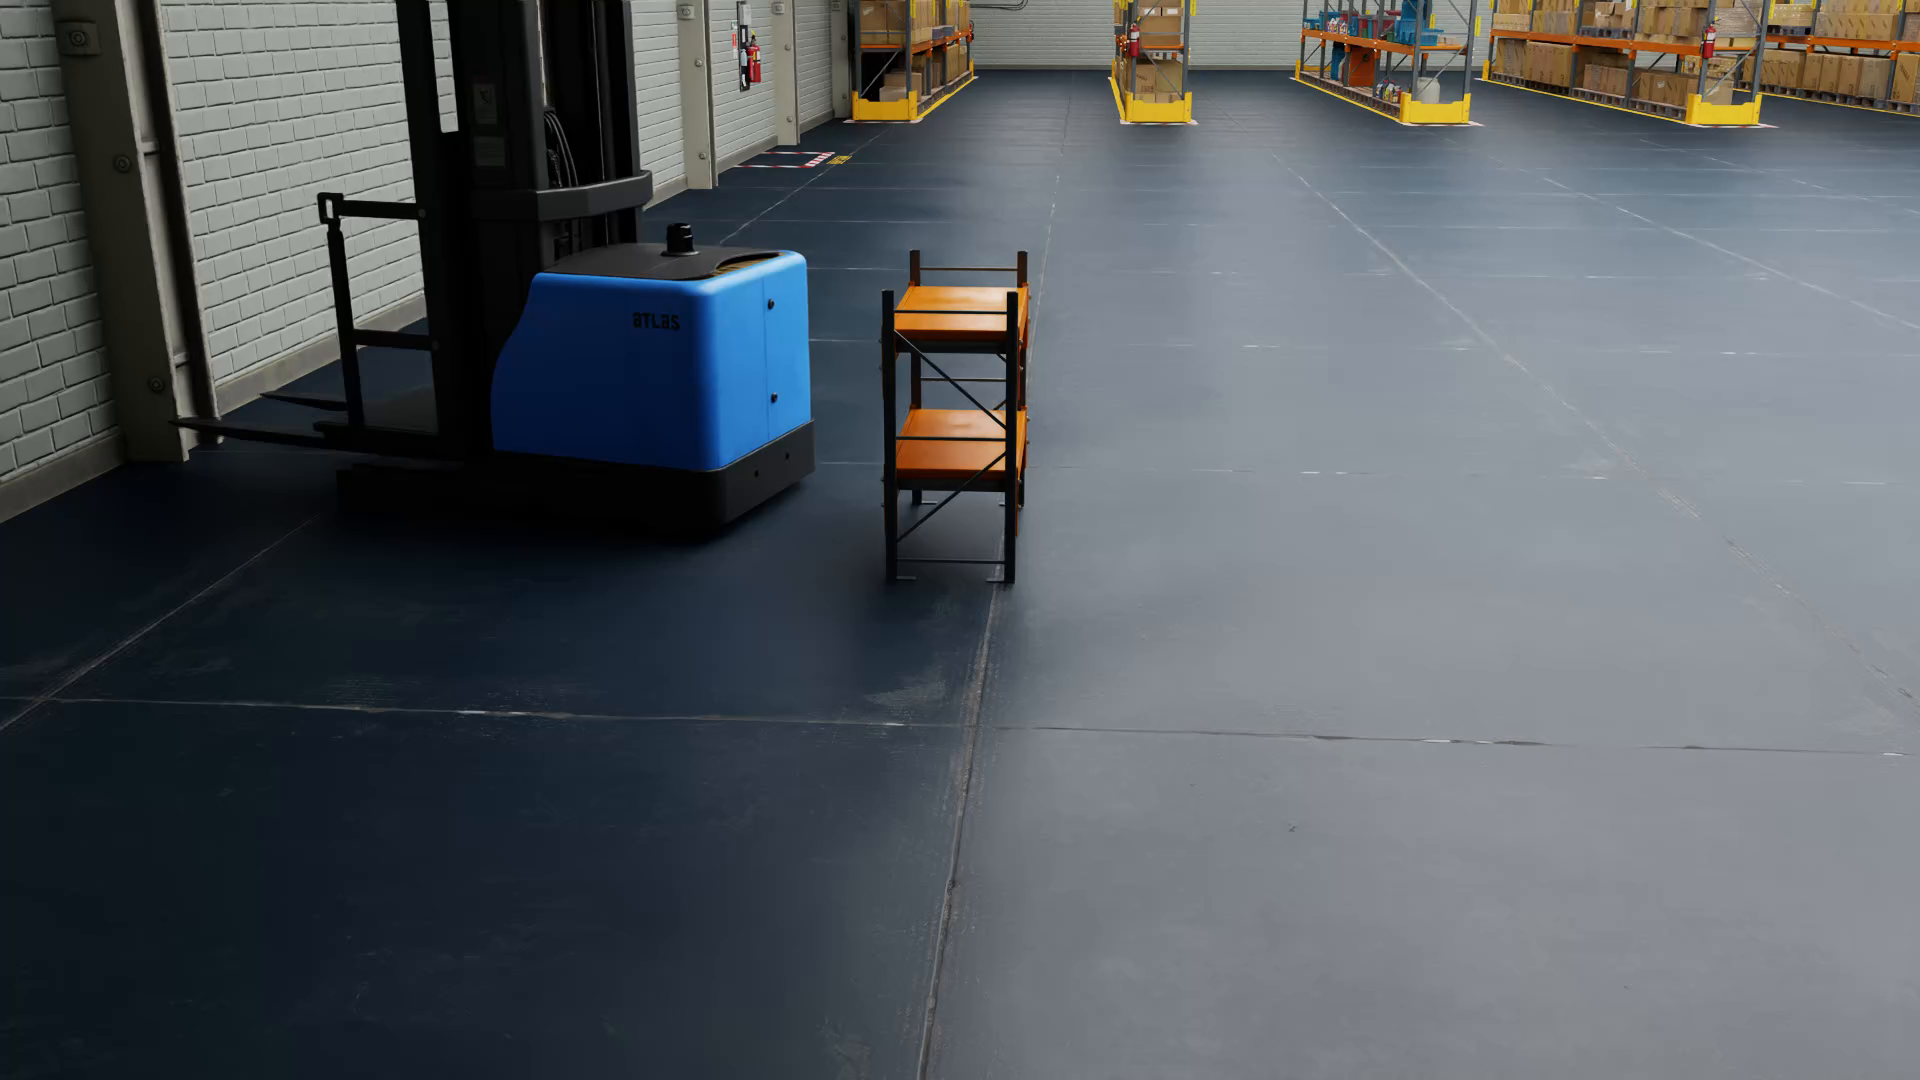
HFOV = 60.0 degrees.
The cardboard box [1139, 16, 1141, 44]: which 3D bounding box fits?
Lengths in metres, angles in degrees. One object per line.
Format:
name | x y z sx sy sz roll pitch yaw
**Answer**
cardboard box | 3.639 -9.335 30.434 0.700 0.500 0.500 2 18 5

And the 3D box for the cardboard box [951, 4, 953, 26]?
cardboard box | -0.434 -12.234 38.771 0.500 0.500 0.500 1 18 4

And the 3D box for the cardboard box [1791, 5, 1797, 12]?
cardboard box | 18.552 -11.703 36.596 0.380 0.149 0.250 1 18 3

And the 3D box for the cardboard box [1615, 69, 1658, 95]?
cardboard box | 13.845 -9.359 33.975 0.700 0.500 0.500 1 18 4

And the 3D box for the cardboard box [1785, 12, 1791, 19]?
cardboard box | 18.569 -11.650 36.910 0.380 0.149 0.250 2 18 5

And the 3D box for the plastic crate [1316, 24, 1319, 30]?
plastic crate | 9.173 -12.846 41.656 0.437 0.125 0.590 1 18 4

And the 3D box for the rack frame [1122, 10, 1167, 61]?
rack frame | 4.133 -11.464 37.093 1.000 3.000 0.127 1 18 4

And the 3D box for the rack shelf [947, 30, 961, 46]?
rack shelf | -0.665 -11.853 39.434 1.077 0.370 4.000 1 18 4

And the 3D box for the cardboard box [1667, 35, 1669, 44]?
cardboard box | 13.345 -9.275 30.816 0.380 0.149 0.250 1 18 4

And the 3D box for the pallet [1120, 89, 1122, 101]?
pallet | 3.945 -9.506 35.596 1.003 0.211 1.213 1 18 4

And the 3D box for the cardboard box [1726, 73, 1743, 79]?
cardboard box | 18.929 -11.316 40.546 0.380 0.149 0.250 2 18 5

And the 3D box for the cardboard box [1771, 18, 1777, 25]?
cardboard box | 18.628 -11.742 37.669 0.380 0.149 0.250 2 18 6

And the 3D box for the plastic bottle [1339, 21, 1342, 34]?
plastic bottle | 8.759 -11.787 38.266 0.061 0.283 0.133 1 18 4

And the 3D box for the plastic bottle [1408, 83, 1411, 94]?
plastic bottle | 8.884 -8.857 32.684 0.144 0.351 0.185 1 18 4

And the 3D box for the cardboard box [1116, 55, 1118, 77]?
cardboard box | 4.178 -11.911 41.764 0.500 0.500 0.500 1 18 4

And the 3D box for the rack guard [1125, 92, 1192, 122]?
rack guard | 3.558 -7.784 29.877 1.175 0.500 0.348 1 18 4

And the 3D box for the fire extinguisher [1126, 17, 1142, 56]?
fire extinguisher | 3.088 -8.916 29.442 0.296 0.674 0.183 1 18 4

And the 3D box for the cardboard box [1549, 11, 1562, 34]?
cardboard box | 13.915 -11.922 38.330 0.500 0.500 0.500 2 18 5

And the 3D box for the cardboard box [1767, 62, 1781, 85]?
cardboard box | 18.803 -10.648 37.940 0.500 0.500 0.500 0 18 1

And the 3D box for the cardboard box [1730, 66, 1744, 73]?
cardboard box | 18.946 -11.433 40.425 0.380 0.149 0.250 2 18 5

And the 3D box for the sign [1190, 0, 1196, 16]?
sign | 4.113 -9.414 29.320 0.100 0.325 0.005 1 18 4

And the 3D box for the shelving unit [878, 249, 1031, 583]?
shelving unit | 0.000 -0.537 6.754 0.538 1.125 1.048 1 18 4

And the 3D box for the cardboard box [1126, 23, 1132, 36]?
cardboard box | 3.876 -11.148 36.272 0.500 0.311 0.500 1 18 3

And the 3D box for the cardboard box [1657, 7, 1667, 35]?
cardboard box | 13.627 -9.738 31.187 0.875 0.500 0.500 1 18 4

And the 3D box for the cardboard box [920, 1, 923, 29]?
cardboard box | -0.959 -9.839 31.137 0.500 0.500 0.500 1 18 2

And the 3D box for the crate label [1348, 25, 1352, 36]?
crate label | 8.669 -11.150 36.404 0.303 0.233 0.416 1 18 4

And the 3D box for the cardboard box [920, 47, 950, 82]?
cardboard box | -0.624 -10.977 38.384 0.750 0.750 0.750 1 18 3

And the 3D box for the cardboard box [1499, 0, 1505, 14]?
cardboard box | 14.248 -13.855 42.947 0.500 0.500 0.500 1 18 3

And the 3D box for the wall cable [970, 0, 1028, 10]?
wall cable | 0.527 -17.182 49.895 3.097 2.526 0.112 1 18 4

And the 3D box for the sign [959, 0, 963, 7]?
sign | 0.021 -13.319 41.022 0.100 0.325 0.005 1 18 4

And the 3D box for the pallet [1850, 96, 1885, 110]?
pallet | 18.647 -8.774 33.360 1.003 0.211 1.213 1 18 4

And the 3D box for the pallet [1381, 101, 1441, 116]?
pallet | 8.612 -8.197 31.601 1.003 0.211 1.213 1 18 4

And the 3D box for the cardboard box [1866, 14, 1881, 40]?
cardboard box | 18.474 -10.230 33.166 0.500 0.500 0.500 1 18 3

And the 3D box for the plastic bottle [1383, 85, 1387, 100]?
plastic bottle | 8.248 -8.678 32.246 0.061 0.283 0.133 2 18 6

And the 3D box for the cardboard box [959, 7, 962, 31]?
cardboard box | -0.466 -13.127 41.684 0.980 0.700 0.700 2 18 5

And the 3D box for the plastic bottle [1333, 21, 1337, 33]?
plastic bottle | 8.864 -12.041 39.052 0.152 0.276 0.135 1 18 4

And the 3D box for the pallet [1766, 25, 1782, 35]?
pallet | 19.055 -11.624 37.890 1.003 0.211 1.213 1 18 4

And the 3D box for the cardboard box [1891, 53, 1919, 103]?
cardboard box | 18.552 -8.854 31.863 0.875 0.875 0.875 2 18 5

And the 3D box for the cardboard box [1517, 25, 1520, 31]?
cardboard box | 14.051 -12.706 41.287 0.380 0.149 0.250 2 18 5

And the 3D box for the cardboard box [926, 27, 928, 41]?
cardboard box | -0.891 -9.805 32.237 0.500 0.250 0.500 1 18 4

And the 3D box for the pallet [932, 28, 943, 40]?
pallet | -0.895 -10.474 34.380 1.003 0.211 1.213 1 18 4

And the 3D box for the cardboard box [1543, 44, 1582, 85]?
cardboard box | 14.156 -10.922 38.177 1.225 0.875 0.875 1 18 4

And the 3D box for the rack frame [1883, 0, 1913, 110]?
rack frame | 18.667 -9.858 32.189 1.000 3.000 0.127 1 18 4

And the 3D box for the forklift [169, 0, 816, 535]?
forklift | -2.240 -1.680 7.343 3.031 2.935 1.130 7 19 19

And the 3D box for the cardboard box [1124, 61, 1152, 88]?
cardboard box | 3.396 -8.868 31.707 0.500 0.500 0.500 1 18 4

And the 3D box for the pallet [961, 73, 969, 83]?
pallet | -0.304 -12.105 43.527 1.003 0.211 1.213 1 18 4

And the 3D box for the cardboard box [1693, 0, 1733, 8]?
cardboard box | 13.233 -9.598 29.152 0.500 0.500 0.500 1 18 4

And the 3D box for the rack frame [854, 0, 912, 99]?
rack frame | -1.382 -9.089 29.844 1.000 3.000 0.127 1 18 4

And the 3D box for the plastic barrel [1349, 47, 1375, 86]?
plastic barrel | 9.092 -10.673 37.489 0.600 0.830 0.708 1 18 4
